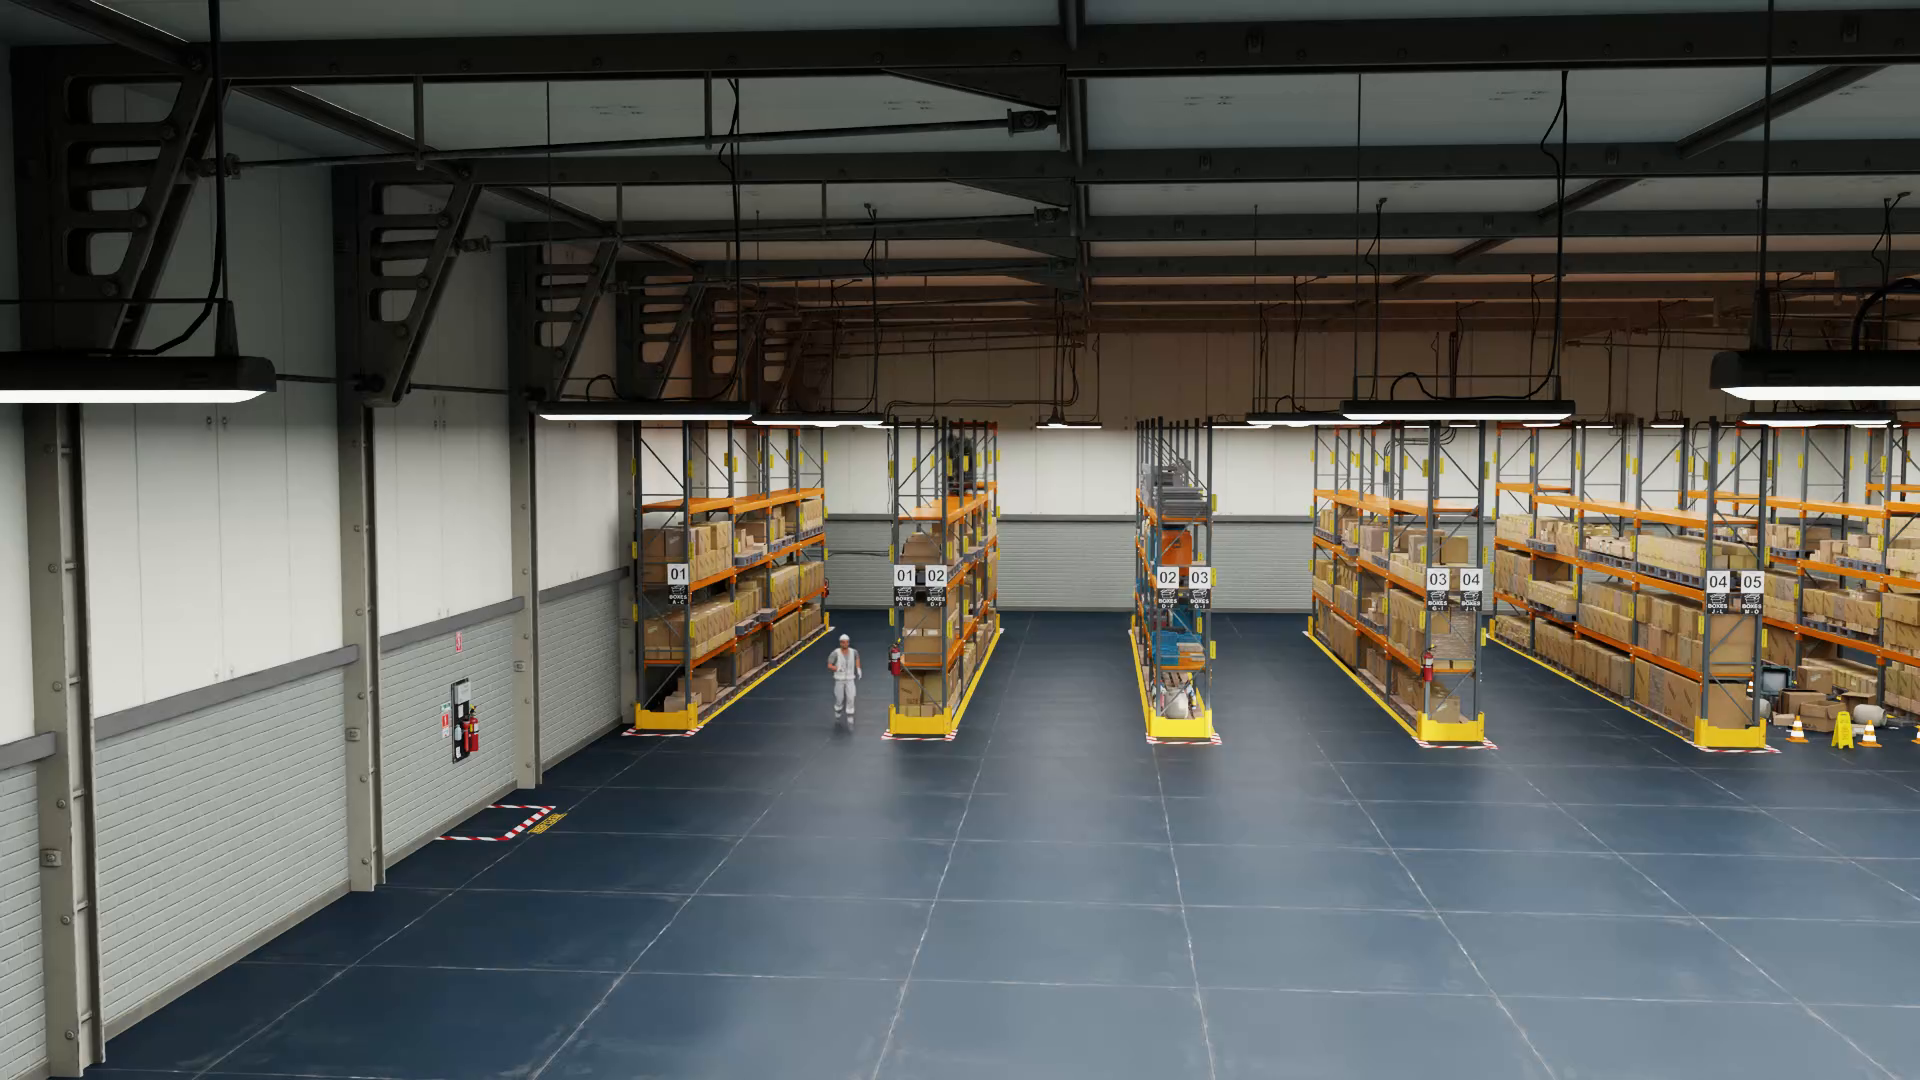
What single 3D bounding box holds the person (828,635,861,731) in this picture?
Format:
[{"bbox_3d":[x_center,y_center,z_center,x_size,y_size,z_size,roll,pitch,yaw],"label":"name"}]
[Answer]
[{"bbox_3d":[-2.228,2.737,32.087,0.681,1.852,0.807,-1,4,-16],"label":"person"}]
